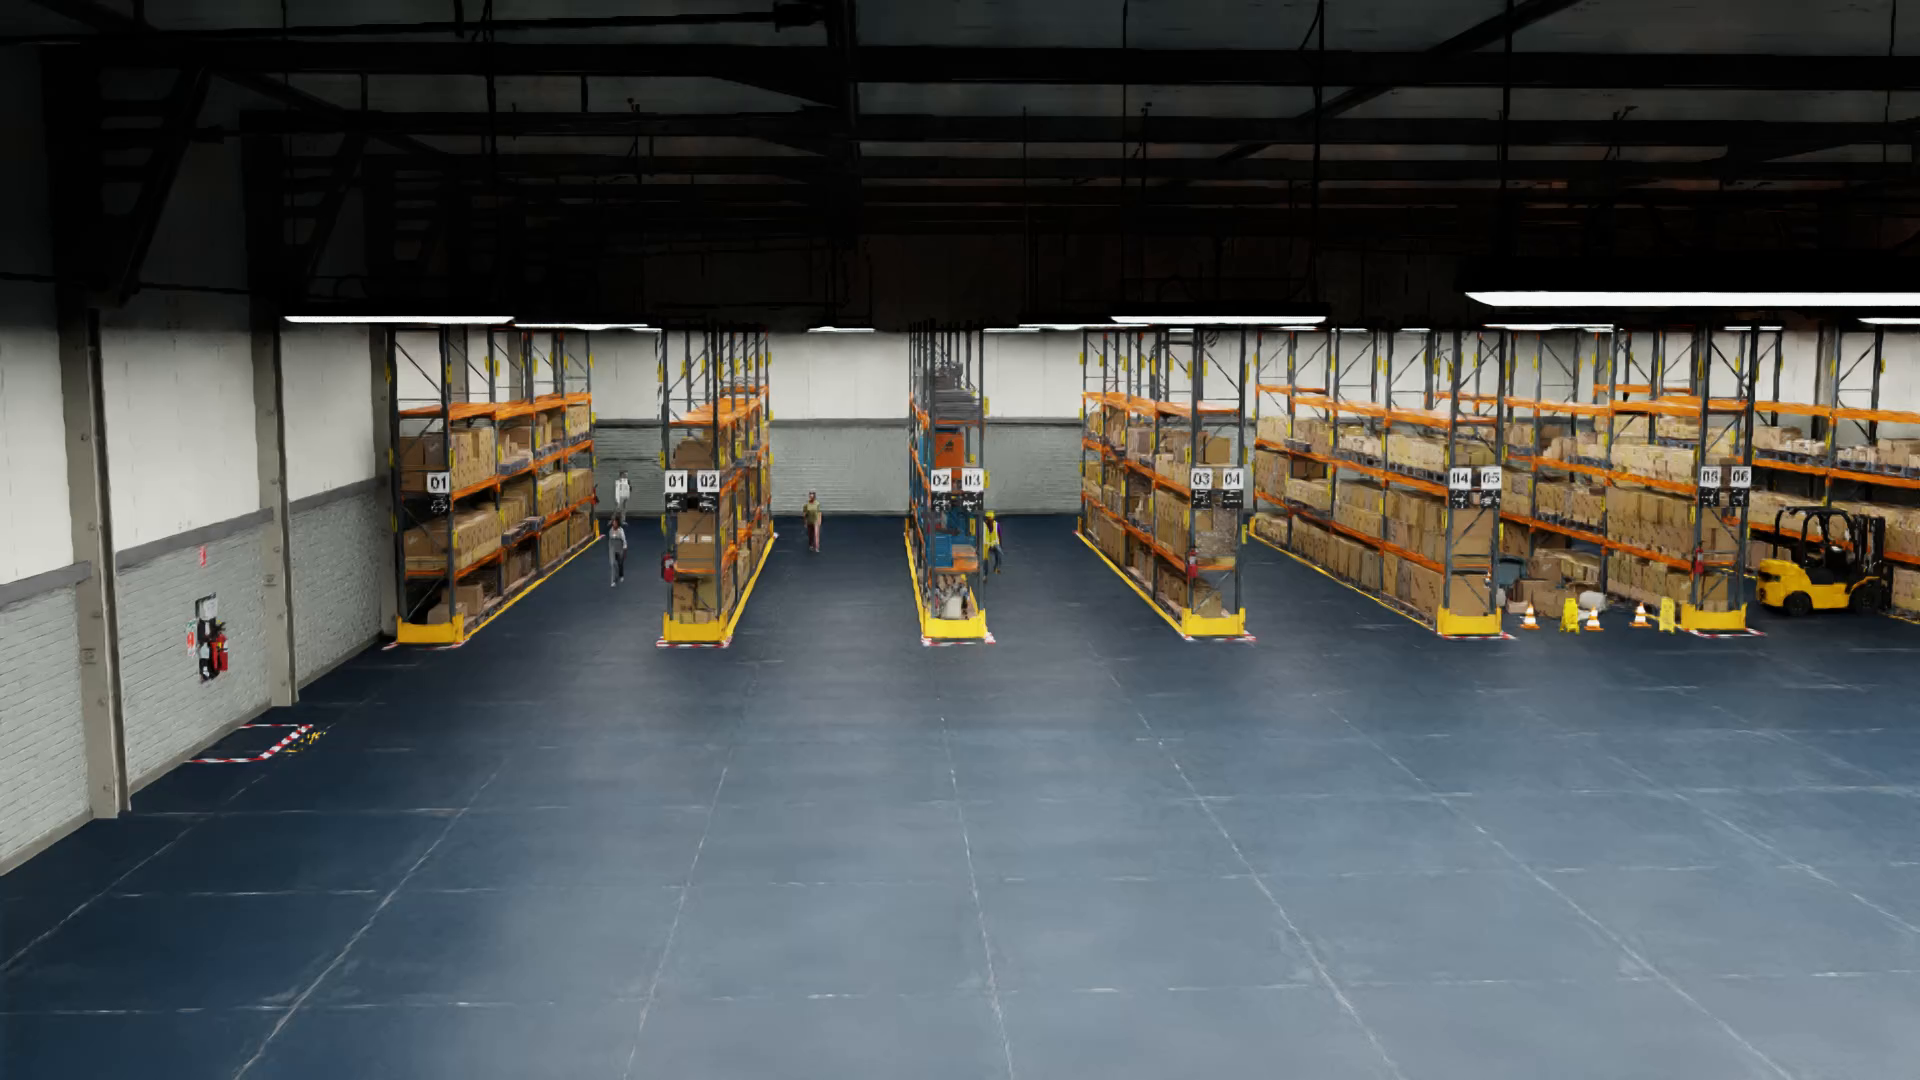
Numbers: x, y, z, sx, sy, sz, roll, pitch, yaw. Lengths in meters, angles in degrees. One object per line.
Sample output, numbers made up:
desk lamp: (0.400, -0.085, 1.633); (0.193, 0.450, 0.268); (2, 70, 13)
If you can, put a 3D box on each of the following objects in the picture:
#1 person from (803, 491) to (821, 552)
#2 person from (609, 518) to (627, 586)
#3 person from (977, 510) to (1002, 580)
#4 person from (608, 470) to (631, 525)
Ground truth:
person: (-3.909, -0.502, 43.903); (0.448, 1.590, 1.110); (0, 7, -1)
person: (-7.852, 0.243, 38.152); (0.432, 1.539, 0.948); (-1, 7, -4)
person: (0.679, 0.144, 38.242); (0.583, 1.669, 1.123); (-1, 7, -5)
person: (-10.245, -1.269, 49.973); (0.501, 1.664, 0.667); (7, 10, 44)
